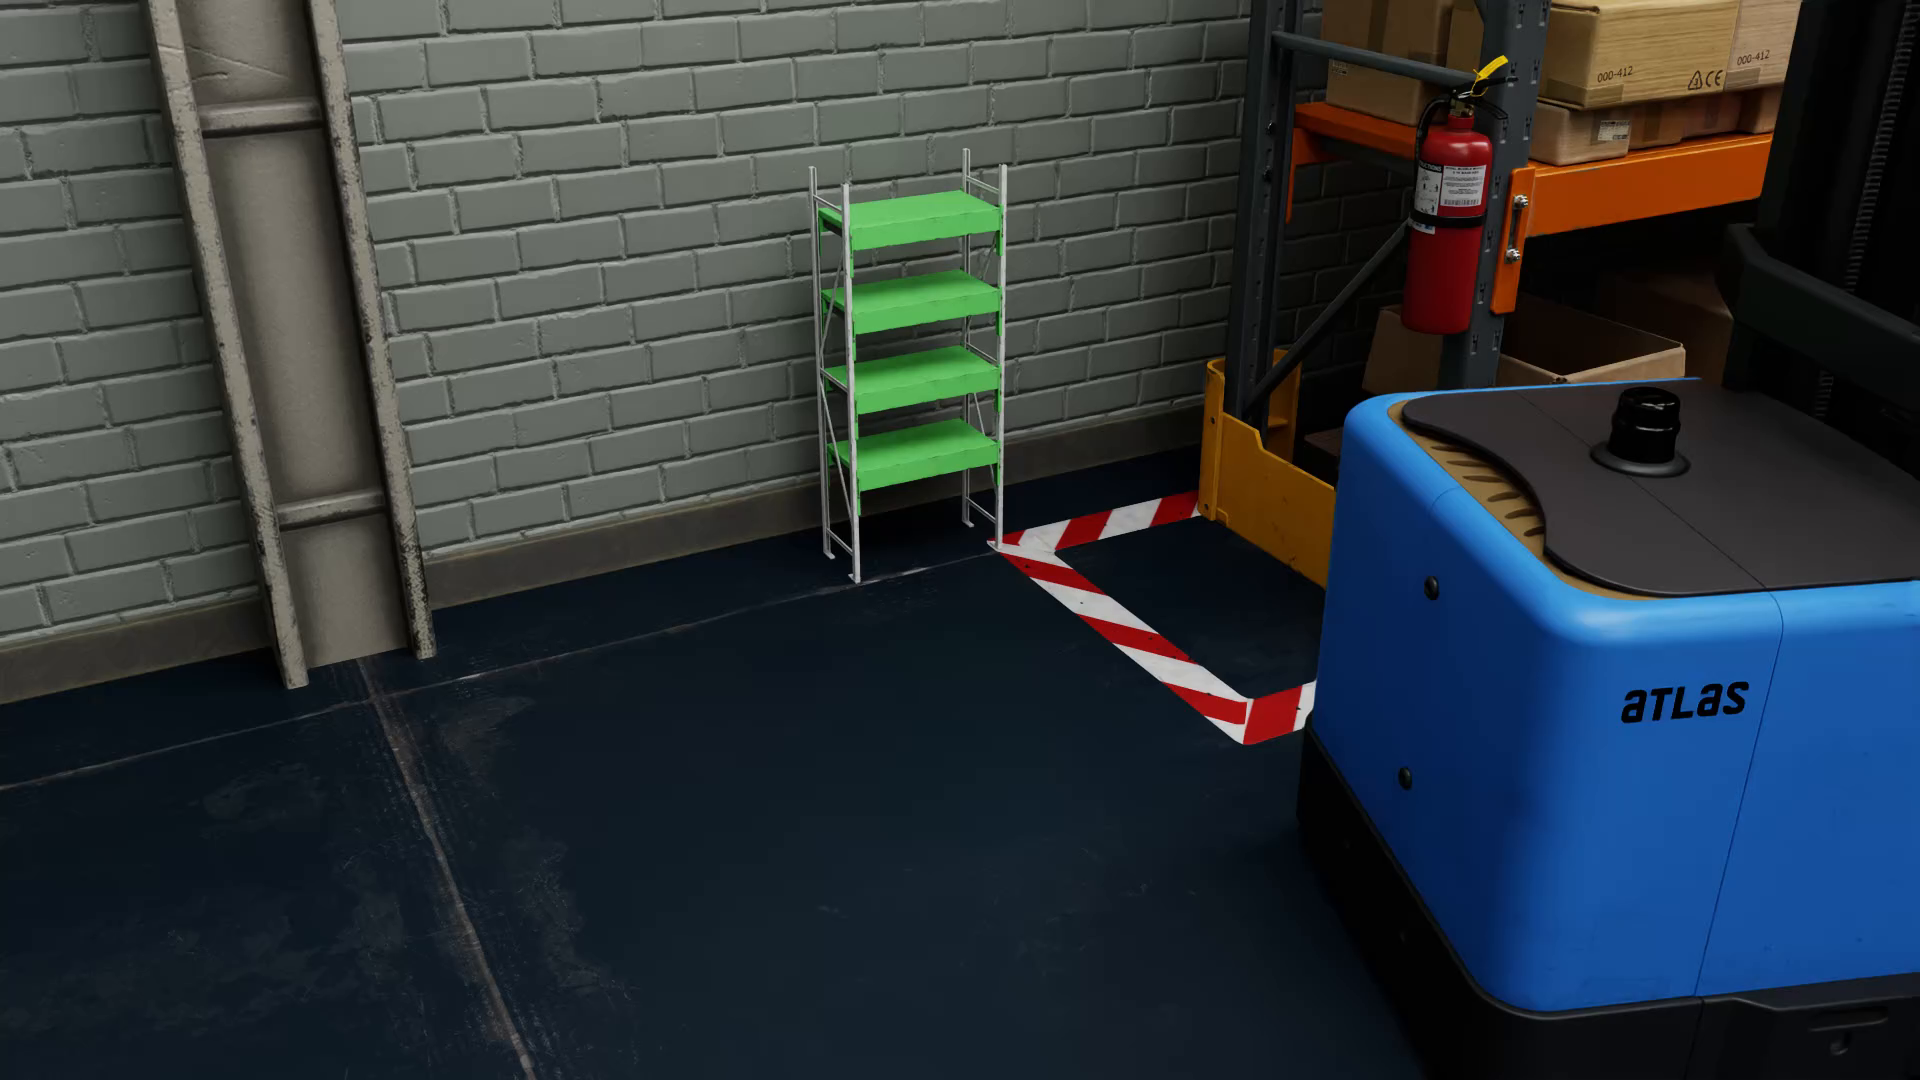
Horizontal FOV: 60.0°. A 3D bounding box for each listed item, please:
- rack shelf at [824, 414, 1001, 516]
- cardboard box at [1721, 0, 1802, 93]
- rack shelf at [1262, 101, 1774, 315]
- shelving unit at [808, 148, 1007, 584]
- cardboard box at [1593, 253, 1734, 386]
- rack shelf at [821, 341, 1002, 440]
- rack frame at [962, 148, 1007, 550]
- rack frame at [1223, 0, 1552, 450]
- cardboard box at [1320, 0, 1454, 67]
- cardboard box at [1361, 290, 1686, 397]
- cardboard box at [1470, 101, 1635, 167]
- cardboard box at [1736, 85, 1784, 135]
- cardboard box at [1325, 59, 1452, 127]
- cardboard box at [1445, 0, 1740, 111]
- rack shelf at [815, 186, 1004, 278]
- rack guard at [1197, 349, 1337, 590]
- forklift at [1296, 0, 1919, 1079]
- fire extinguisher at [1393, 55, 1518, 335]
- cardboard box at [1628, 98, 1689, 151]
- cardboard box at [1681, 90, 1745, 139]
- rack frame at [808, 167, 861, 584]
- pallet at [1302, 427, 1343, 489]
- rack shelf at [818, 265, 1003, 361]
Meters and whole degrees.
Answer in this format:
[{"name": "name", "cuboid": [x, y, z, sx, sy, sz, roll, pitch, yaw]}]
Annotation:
[{"name": "rack shelf", "cuboid": [-0.146, -0.233, 5.052, 0.480, 0.148, 0.258, -13, 29, -25]}, {"name": "cardboard box", "cuboid": [2.087, -1.416, 4.564, 0.500, 0.250, 0.500, -13, 28, -25]}, {"name": "rack shelf", "cuboid": [2.879, -1.341, 5.408, 4.000, 0.370, 1.077, -13, 29, -25]}, {"name": "shelving unit", "cuboid": [-0.146, -0.507, 4.920, 0.503, 1.200, 0.258, -13, 29, -25]}, {"name": "cardboard box", "cuboid": [2.472, -0.568, 5.370, 0.500, 0.500, 0.700, -12, 28, -23]}, {"name": "rack shelf", "cuboid": [-0.146, -0.450, 4.948, 0.480, 0.148, 0.258, -13, 29, -25]}, {"name": "rack frame", "cuboid": [0.069, -0.557, 5.023, 0.015, 1.200, 0.240, -13, 29, -25]}, {"name": "rack frame", "cuboid": [1.115, -1.258, 4.404, 0.127, 3.000, 1.000, -13, 29, -25]}, {"name": "cardboard box", "cuboid": [1.396, -1.519, 4.778, 0.500, 0.250, 0.500, -12, 28, -24]}, {"name": "cardboard box", "cuboid": [1.699, -0.410, 5.037, 0.637, 0.503, 0.797, -14, 29, -27]}, {"name": "cardboard box", "cuboid": [1.534, -1.107, 4.380, 0.250, 0.149, 0.380, -13, 29, -25]}, {"name": "cardboard box", "cuboid": [2.204, -1.271, 4.722, 0.250, 0.149, 0.380, -12, 28, -23]}, {"name": "cardboard box", "cuboid": [1.281, -1.314, 4.812, 0.250, 0.149, 0.380, -13, 29, -26]}, {"name": "cardboard box", "cuboid": [1.642, -1.314, 4.350, 0.500, 0.250, 0.500, -13, 28, -25]}, {"name": "rack shelf", "cuboid": [-0.146, -0.882, 4.740, 0.480, 0.148, 0.258, -13, 29, -25]}, {"name": "rack guard", "cuboid": [1.182, -0.146, 4.977, 0.348, 0.500, 1.175, -13, 29, -25]}, {"name": "forklift", "cuboid": [2.326, -0.542, 2.993, 3.031, 2.935, 1.130, -4, 26, -8]}, {"name": "fire extinguisher", "cuboid": [1.202, -0.848, 4.071, 0.183, 0.674, 0.296, -13, 29, -25]}, {"name": "cardboard box", "cuboid": [1.737, -1.176, 4.524, 0.250, 0.149, 0.380, -12, 28, -24]}, {"name": "cardboard box", "cuboid": [1.952, -1.243, 4.663, 0.250, 0.149, 0.380, -13, 29, -26]}, {"name": "rack frame", "cuboid": [-0.361, -0.457, 4.817, 0.015, 1.200, 0.240, -13, 29, -25]}, {"name": "pallet", "cuboid": [1.885, -0.179, 5.379, 1.213, 0.211, 1.003, -13, 29, -25]}, {"name": "rack shelf", "cuboid": [-0.146, -0.666, 4.844, 0.480, 0.148, 0.258, -13, 29, -25]}]
